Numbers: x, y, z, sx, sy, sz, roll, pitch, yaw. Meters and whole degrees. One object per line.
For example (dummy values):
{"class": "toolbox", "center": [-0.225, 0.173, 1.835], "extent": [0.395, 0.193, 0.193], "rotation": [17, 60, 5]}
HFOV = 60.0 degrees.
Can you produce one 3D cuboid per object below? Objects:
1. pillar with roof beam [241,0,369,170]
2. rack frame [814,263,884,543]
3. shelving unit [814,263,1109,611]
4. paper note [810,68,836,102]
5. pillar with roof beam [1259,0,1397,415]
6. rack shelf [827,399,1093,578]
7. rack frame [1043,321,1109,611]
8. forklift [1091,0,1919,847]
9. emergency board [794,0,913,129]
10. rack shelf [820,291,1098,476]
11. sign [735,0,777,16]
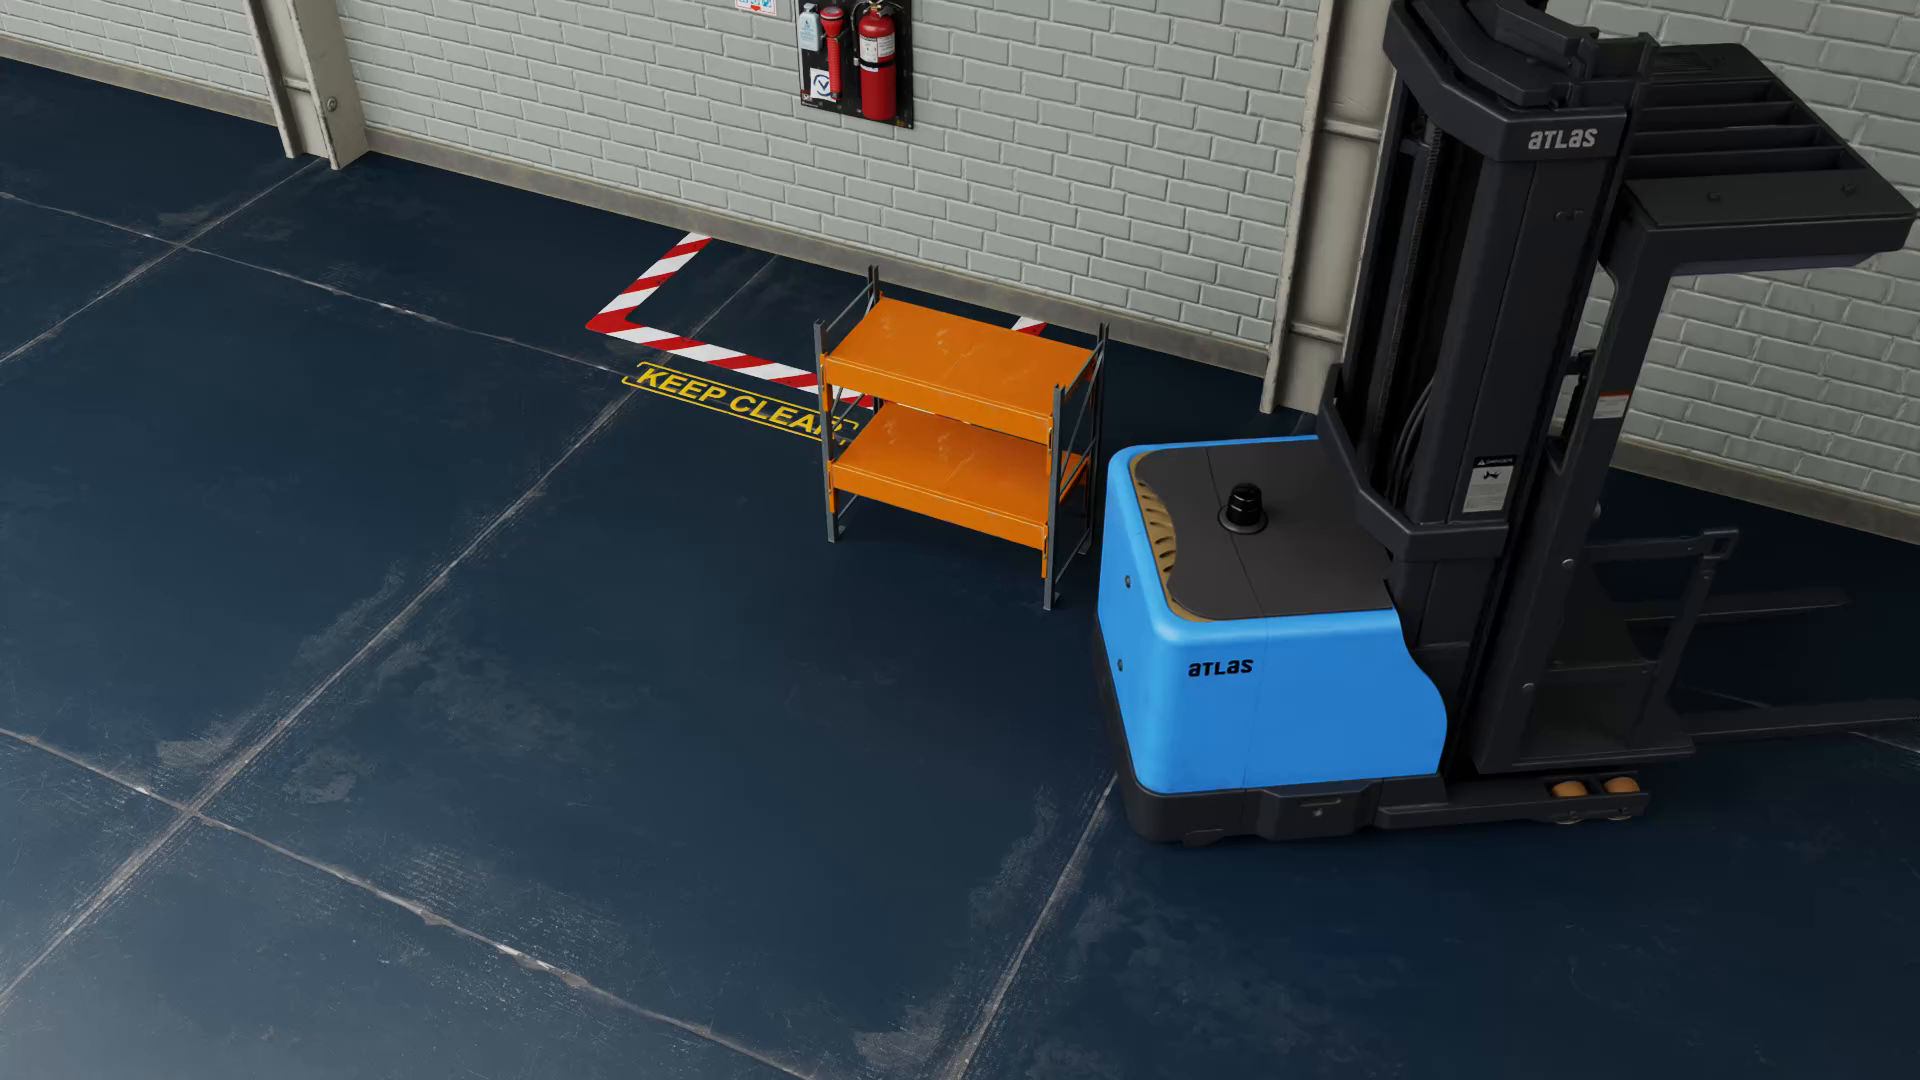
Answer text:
{"class": "pillar with roof beam", "center": [-5.581, -3.160, 4.026], "extent": [0.400, 9.000, 9.100], "rotation": [17, 44, 19]}
{"class": "rack frame", "center": [-0.455, -0.564, 7.042], "extent": [0.032, 1.125, 0.500], "rotation": [17, 44, 19]}
{"class": "shelving unit", "center": [0.006, -0.423, 6.879], "extent": [1.048, 1.125, 0.538], "rotation": [17, 44, 19]}
{"class": "paper note", "center": [-0.678, -2.251, 8.230], "extent": [0.142, 0.148, 0.016], "rotation": [17, 44, 19]}
{"class": "pillar with roof beam", "center": [-0.143, -1.499, 2.109], "extent": [0.400, 9.000, 9.100], "rotation": [17, 44, 19]}
{"class": "rack shelf", "center": [0.006, -0.238, 7.040], "extent": [1.000, 0.278, 0.538], "rotation": [17, 44, 19]}
{"class": "rack frame", "center": [0.467, -0.282, 6.717], "extent": [0.032, 1.125, 0.500], "rotation": [17, 44, 19]}
{"class": "forklift", "center": [2.070, -0.416, 5.492], "extent": [3.031, 2.935, 1.130], "rotation": [-4, 41, -4]}
{"class": "emergency board", "center": [-0.547, -2.494, 7.837], "extent": [0.643, 1.169, 0.194], "rotation": [17, 44, 19]}
{"class": "rack shelf", "center": [0.006, -0.644, 6.688], "extent": [1.000, 0.278, 0.538], "rotation": [17, 44, 19]}
{"class": "sign", "center": [-1.004, -2.722, 8.073], "extent": [0.234, 0.329, 0.001], "rotation": [17, 44, 19]}
